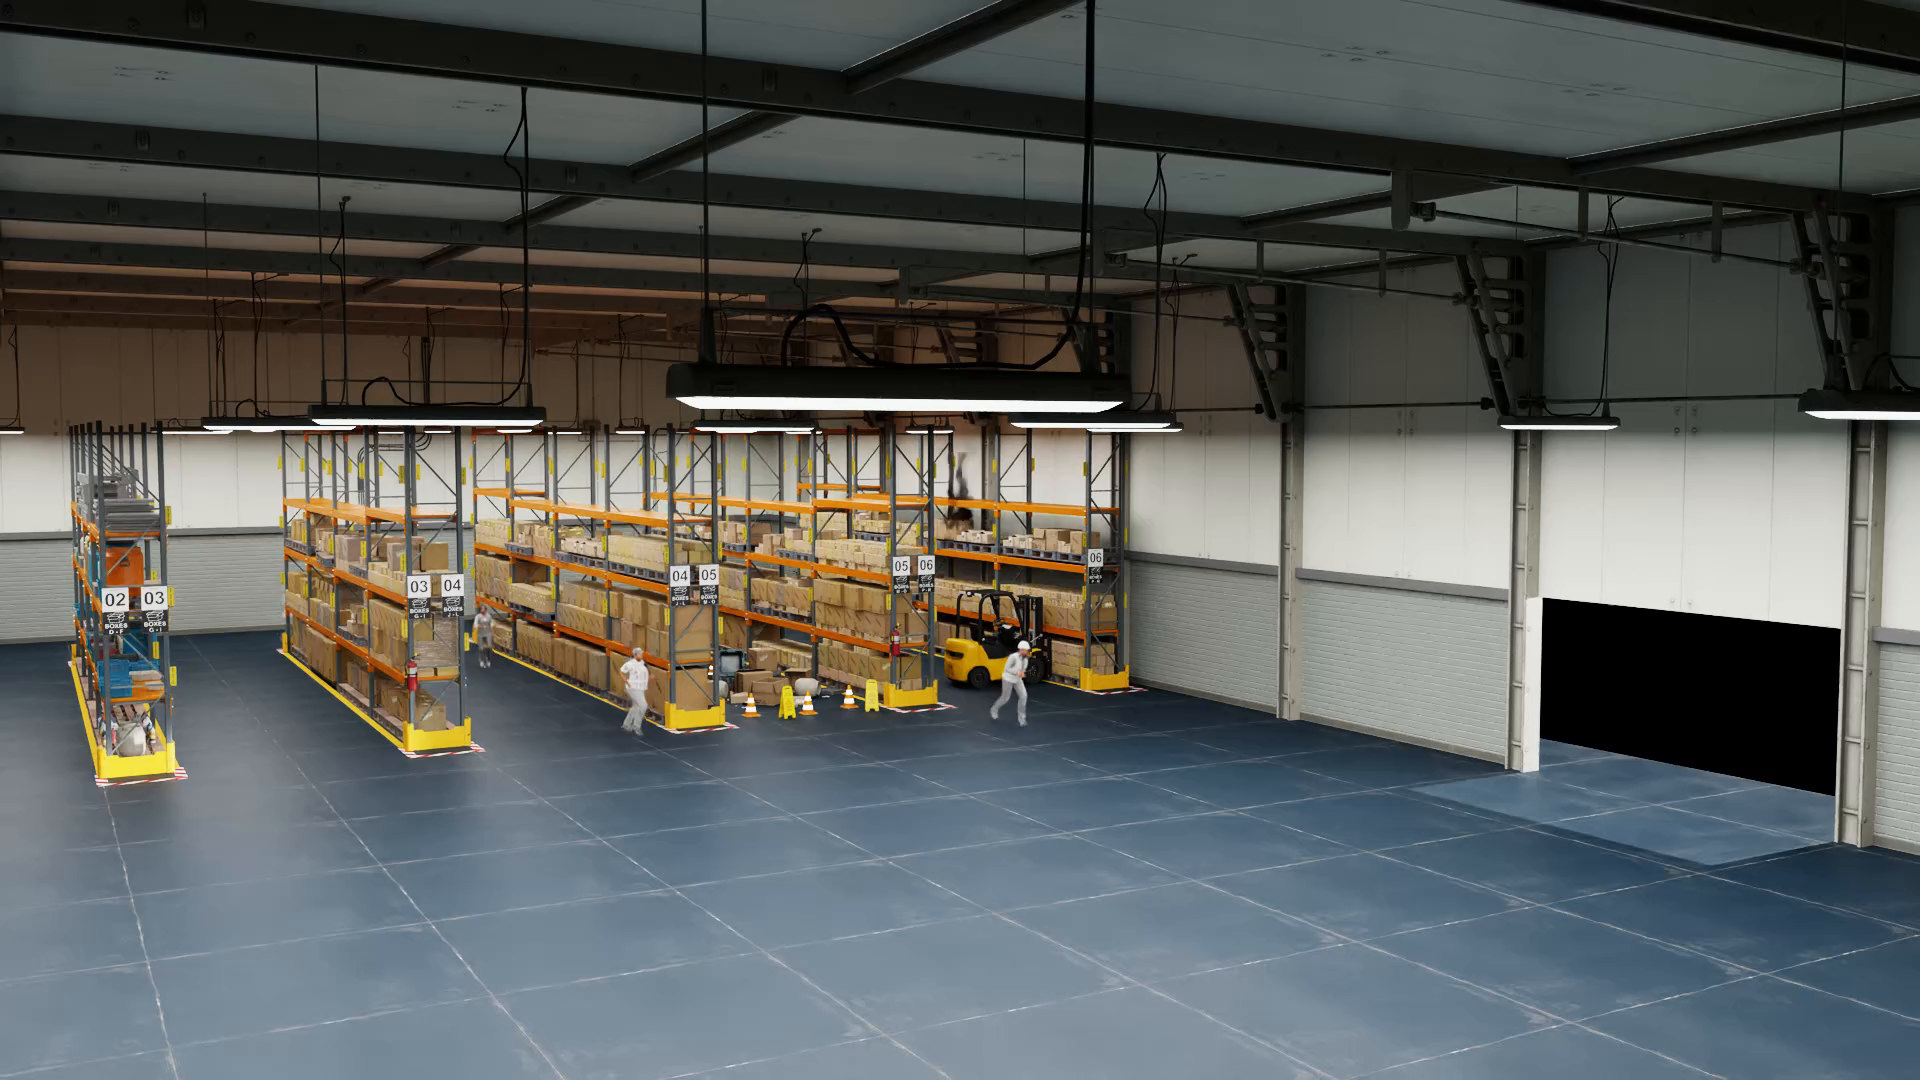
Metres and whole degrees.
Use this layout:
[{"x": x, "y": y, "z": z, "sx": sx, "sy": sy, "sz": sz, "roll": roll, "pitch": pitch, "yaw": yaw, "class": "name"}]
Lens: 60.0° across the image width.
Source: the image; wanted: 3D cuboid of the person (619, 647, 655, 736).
[{"x": -6.217, "y": 2.925, "z": 32.091, "sx": 0.698, "sy": 1.711, "sz": 0.581, "roll": 1, "pitch": 4, "yaw": 20, "class": "person"}]

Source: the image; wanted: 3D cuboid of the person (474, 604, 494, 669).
[{"x": -11.737, "y": 2.394, "z": 41.049, "sx": 0.508, "sy": 1.590, "sz": 0.667, "roll": -2, "pitch": 4, "yaw": -24, "class": "person"}]

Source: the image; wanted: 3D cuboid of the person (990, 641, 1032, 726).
[{"x": 1.025, "y": 2.848, "z": 33.245, "sx": 1.040, "sy": 1.735, "sz": 0.700, "roll": 3, "pitch": 5, "yaw": 42, "class": "person"}]
